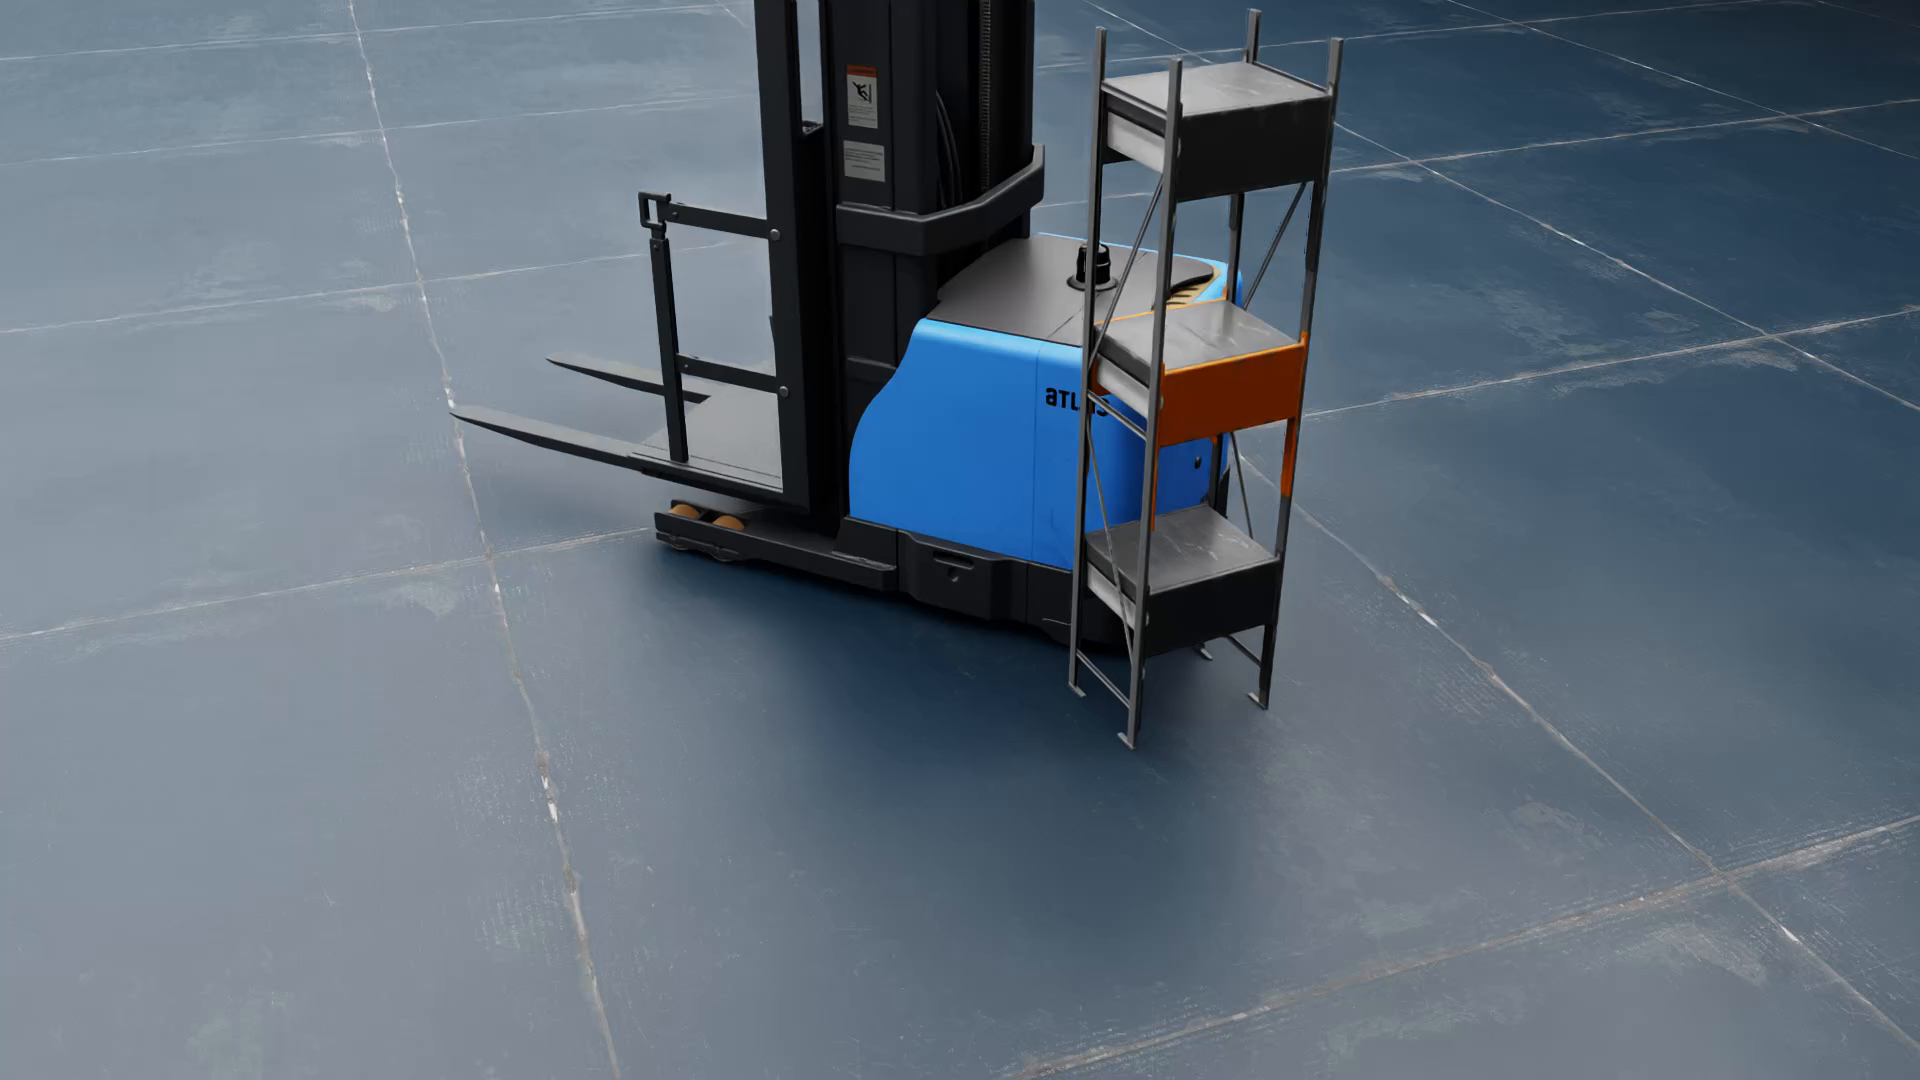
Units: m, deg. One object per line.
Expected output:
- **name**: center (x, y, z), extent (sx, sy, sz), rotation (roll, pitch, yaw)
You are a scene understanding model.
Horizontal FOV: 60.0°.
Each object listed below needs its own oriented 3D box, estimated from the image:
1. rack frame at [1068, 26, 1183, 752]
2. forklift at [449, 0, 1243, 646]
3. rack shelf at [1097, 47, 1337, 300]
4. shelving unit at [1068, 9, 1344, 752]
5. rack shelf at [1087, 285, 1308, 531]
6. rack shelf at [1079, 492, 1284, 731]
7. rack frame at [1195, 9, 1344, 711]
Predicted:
- **rack frame**: center (0.450, -0.351, 4.744), extent (0.015, 2.100, 0.400), rotation (-14, 33, -22)
- **forklift**: center (-0.559, -1.411, 5.766), extent (3.031, 2.935, 1.130), rotation (14, 32, 23)
- **rack shelf**: center (0.670, -1.000, 4.496), extent (0.480, 0.518, 0.431), rotation (-14, 33, -22)
- **shelving unit**: center (0.669, -0.405, 4.837), extent (0.503, 2.100, 0.431), rotation (-14, 33, -22)
- **rack shelf**: center (0.669, -0.393, 4.844), extent (0.480, 0.518, 0.431), rotation (-14, 33, -22)
- **rack shelf**: center (0.668, 0.215, 5.192), extent (0.480, 0.518, 0.431), rotation (-14, 33, -22)
- **rack frame**: center (0.888, -0.458, 4.931), extent (0.015, 2.100, 0.400), rotation (-14, 33, -22)
